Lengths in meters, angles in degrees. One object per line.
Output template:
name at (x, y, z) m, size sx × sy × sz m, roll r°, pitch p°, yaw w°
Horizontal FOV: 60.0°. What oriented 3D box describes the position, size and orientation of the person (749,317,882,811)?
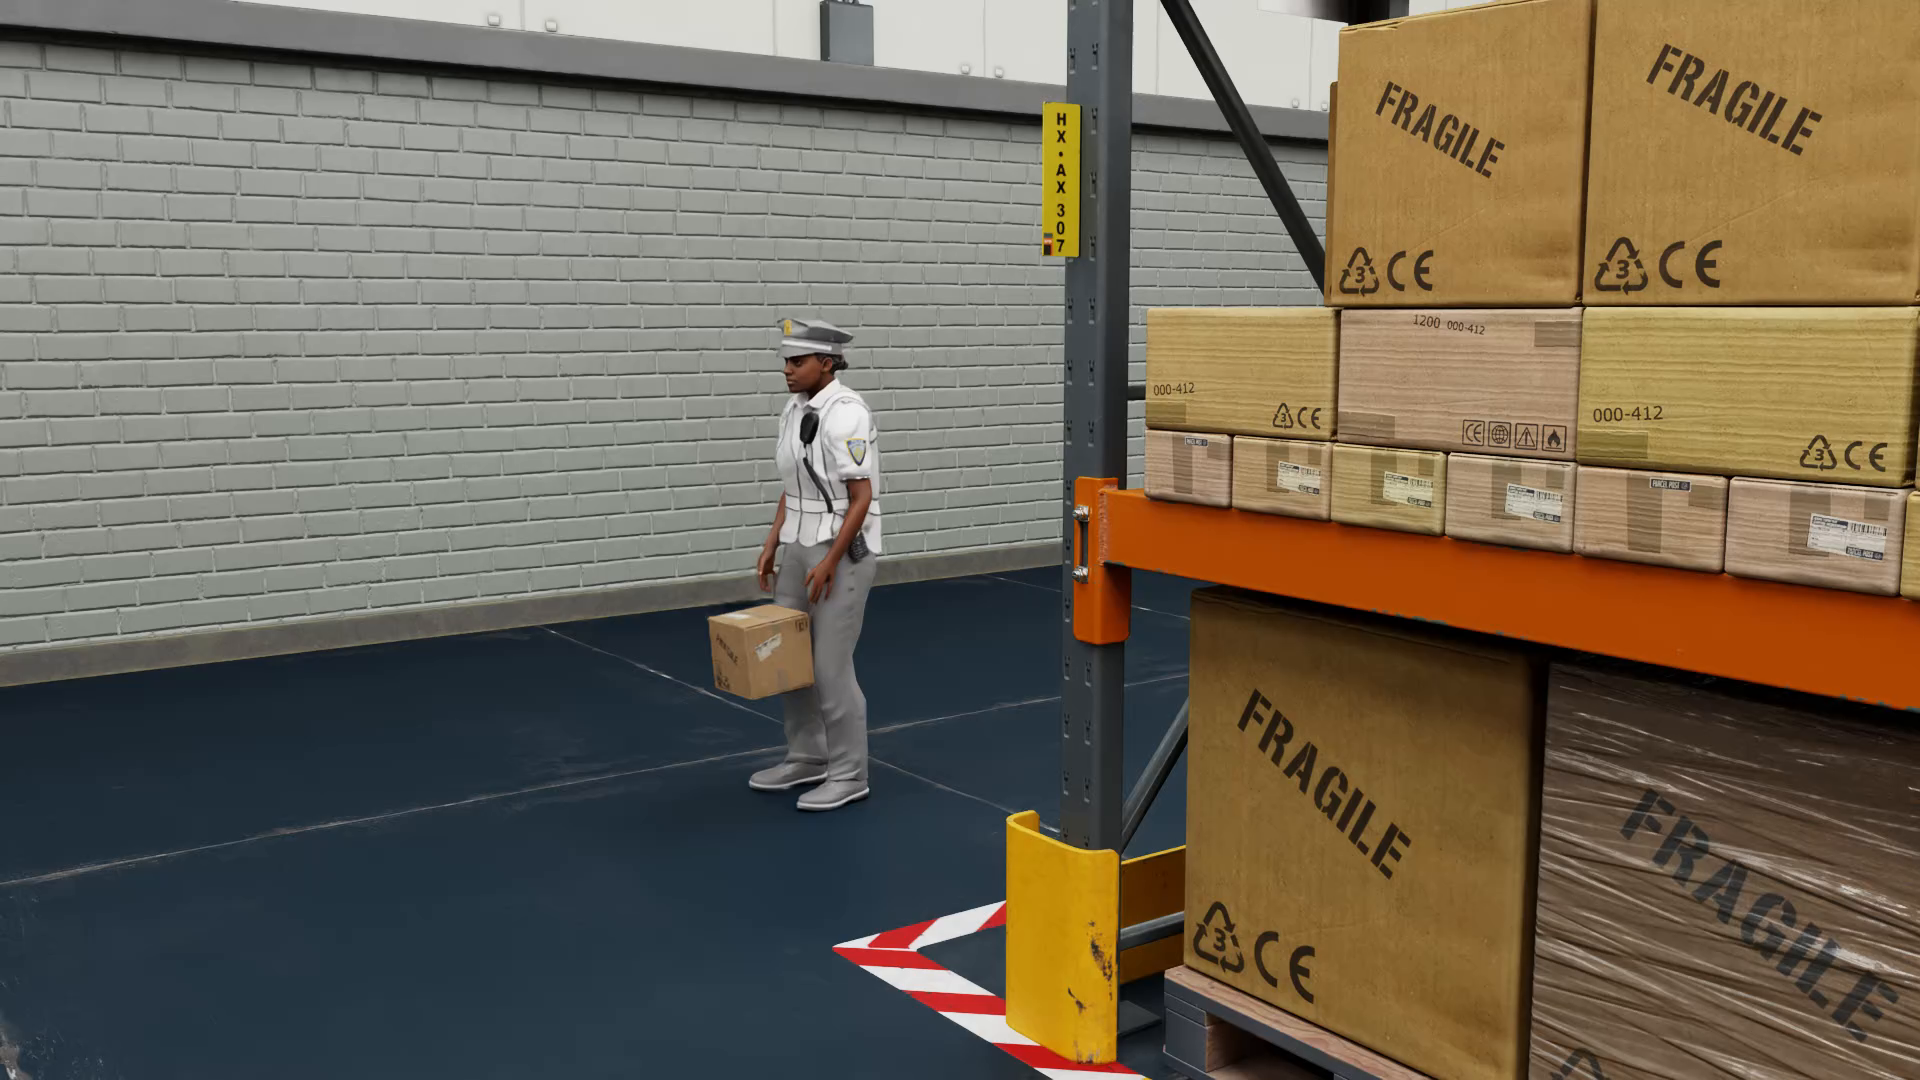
person at (-0.483, 0.075, 5.765) m, size 0.372 × 1.661 × 0.492 m, roll -6°, pitch 10°, yaw -37°
